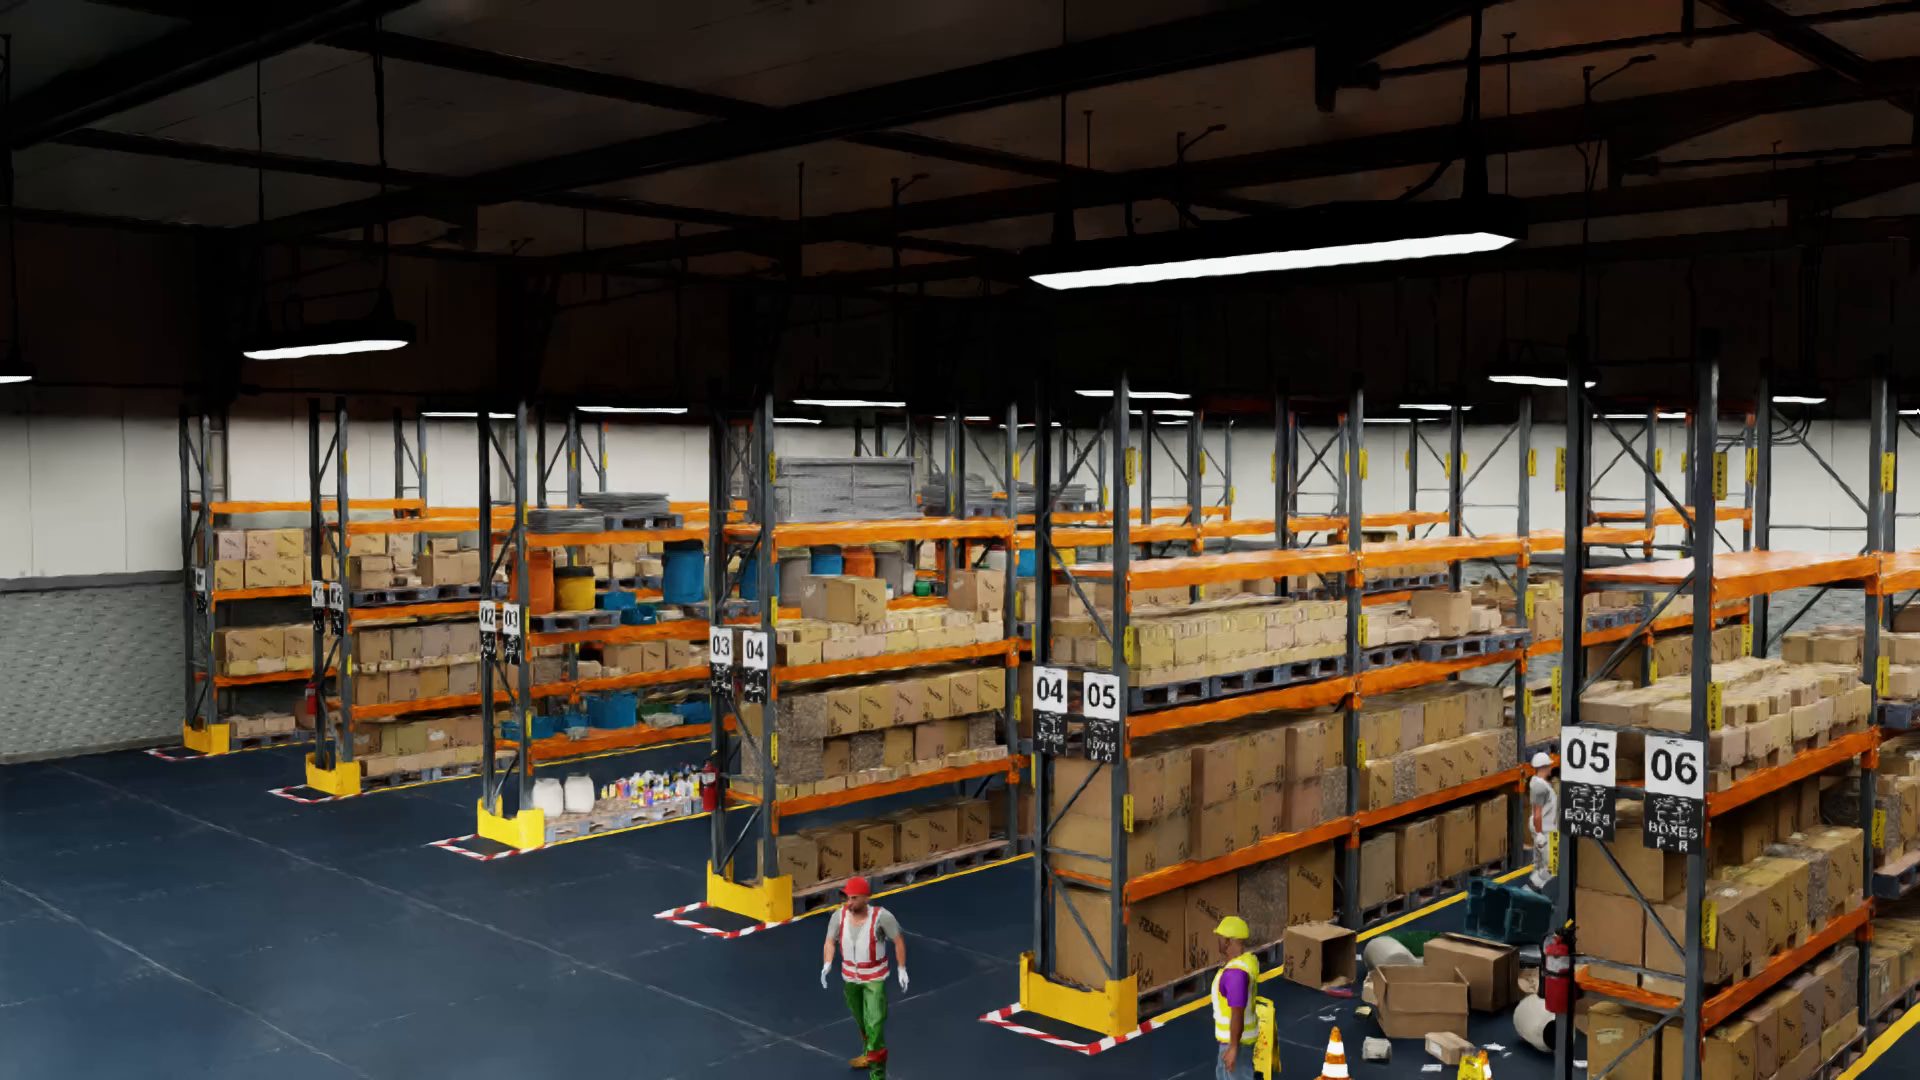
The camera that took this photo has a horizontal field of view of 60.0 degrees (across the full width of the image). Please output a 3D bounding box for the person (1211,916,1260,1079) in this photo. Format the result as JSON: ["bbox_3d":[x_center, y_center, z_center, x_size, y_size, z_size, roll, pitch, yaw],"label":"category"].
[{"bbox_3d":[2.091,3.649,12.206,0.550,1.758,0.662,1,3,15],"label":"person"}]

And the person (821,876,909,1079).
[{"bbox_3d":[-0.763,3.576,13.608,0.675,1.720,0.841,2,3,27],"label":"person"}]

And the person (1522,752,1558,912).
[{"bbox_3d":[6.517,3.284,18.676,0.444,1.786,0.587,1,3,19],"label":"person"}]

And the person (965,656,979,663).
[{"bbox_3d":[0.205,2.689,32.042,0.625,1.596,0.510,3,4,41],"label":"person"}]
